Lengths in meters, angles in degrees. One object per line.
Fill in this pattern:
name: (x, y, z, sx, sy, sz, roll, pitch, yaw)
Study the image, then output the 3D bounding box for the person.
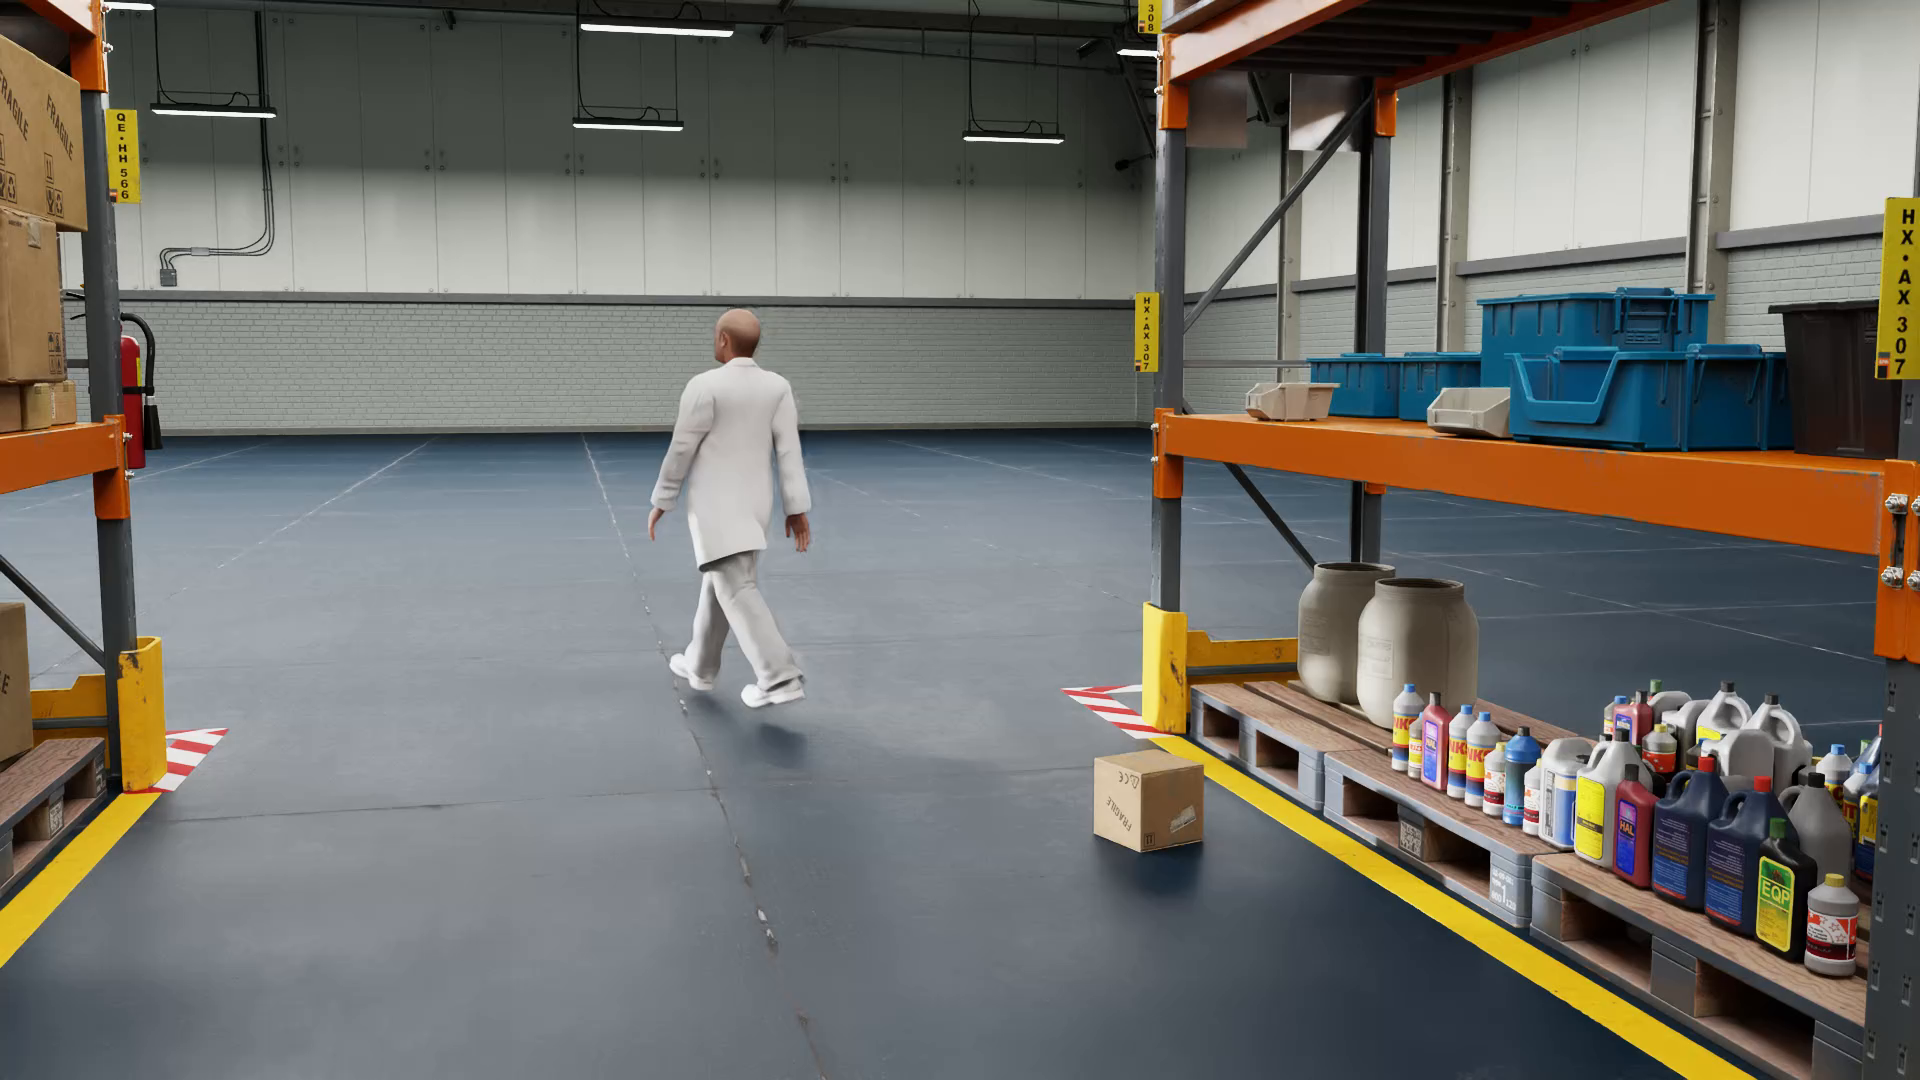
person: (-1.025, -0.143, 7.279, 1.163, 1.722, 0.610, 5, 8, 41)
